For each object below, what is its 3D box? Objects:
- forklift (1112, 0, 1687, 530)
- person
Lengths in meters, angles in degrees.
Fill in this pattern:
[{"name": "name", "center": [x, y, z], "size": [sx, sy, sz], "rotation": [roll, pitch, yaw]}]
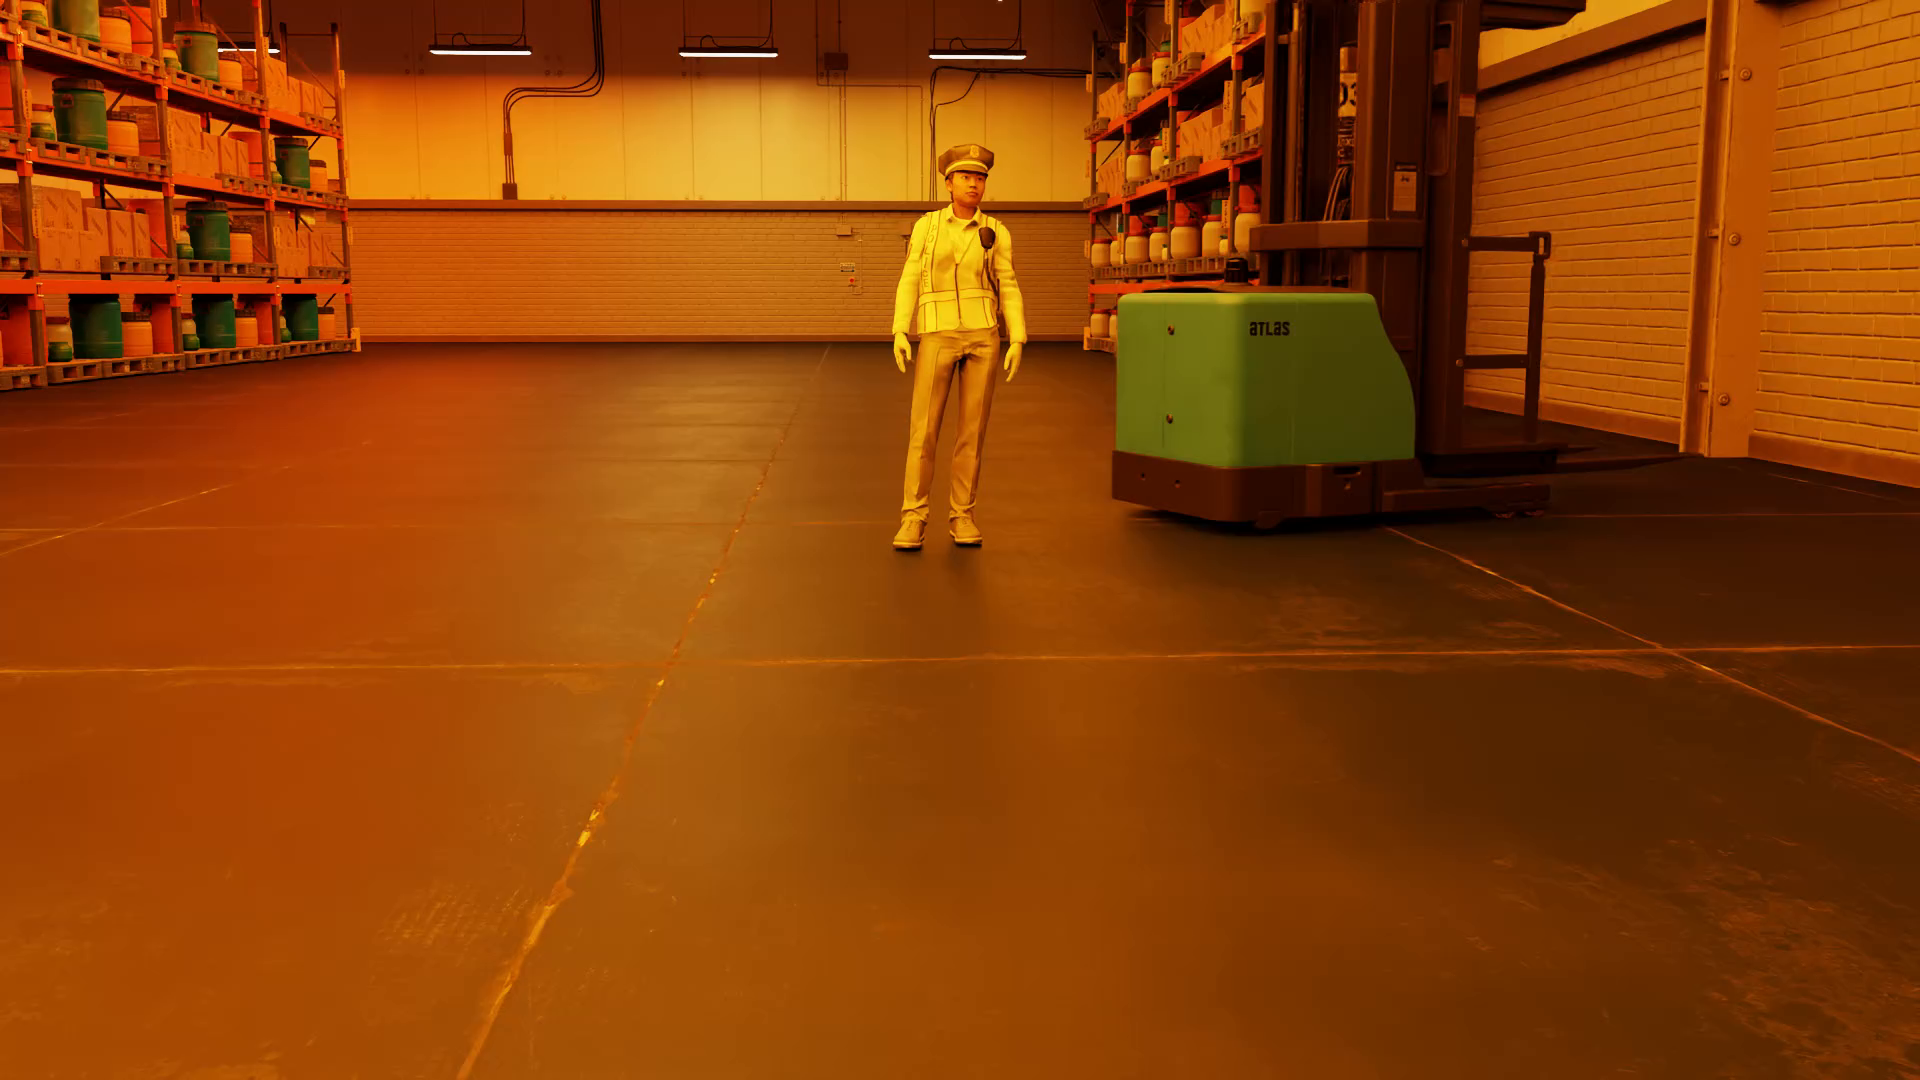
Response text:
[{"name": "forklift", "center": [2.309, -1.617, 8.218], "size": [3.031, 2.935, 1.130], "rotation": [-4, 9, -25]}, {"name": "person", "center": [-0.002, -0.835, 7.115], "size": [0.587, 1.694, 0.529], "rotation": [-1, 8, -4]}]
